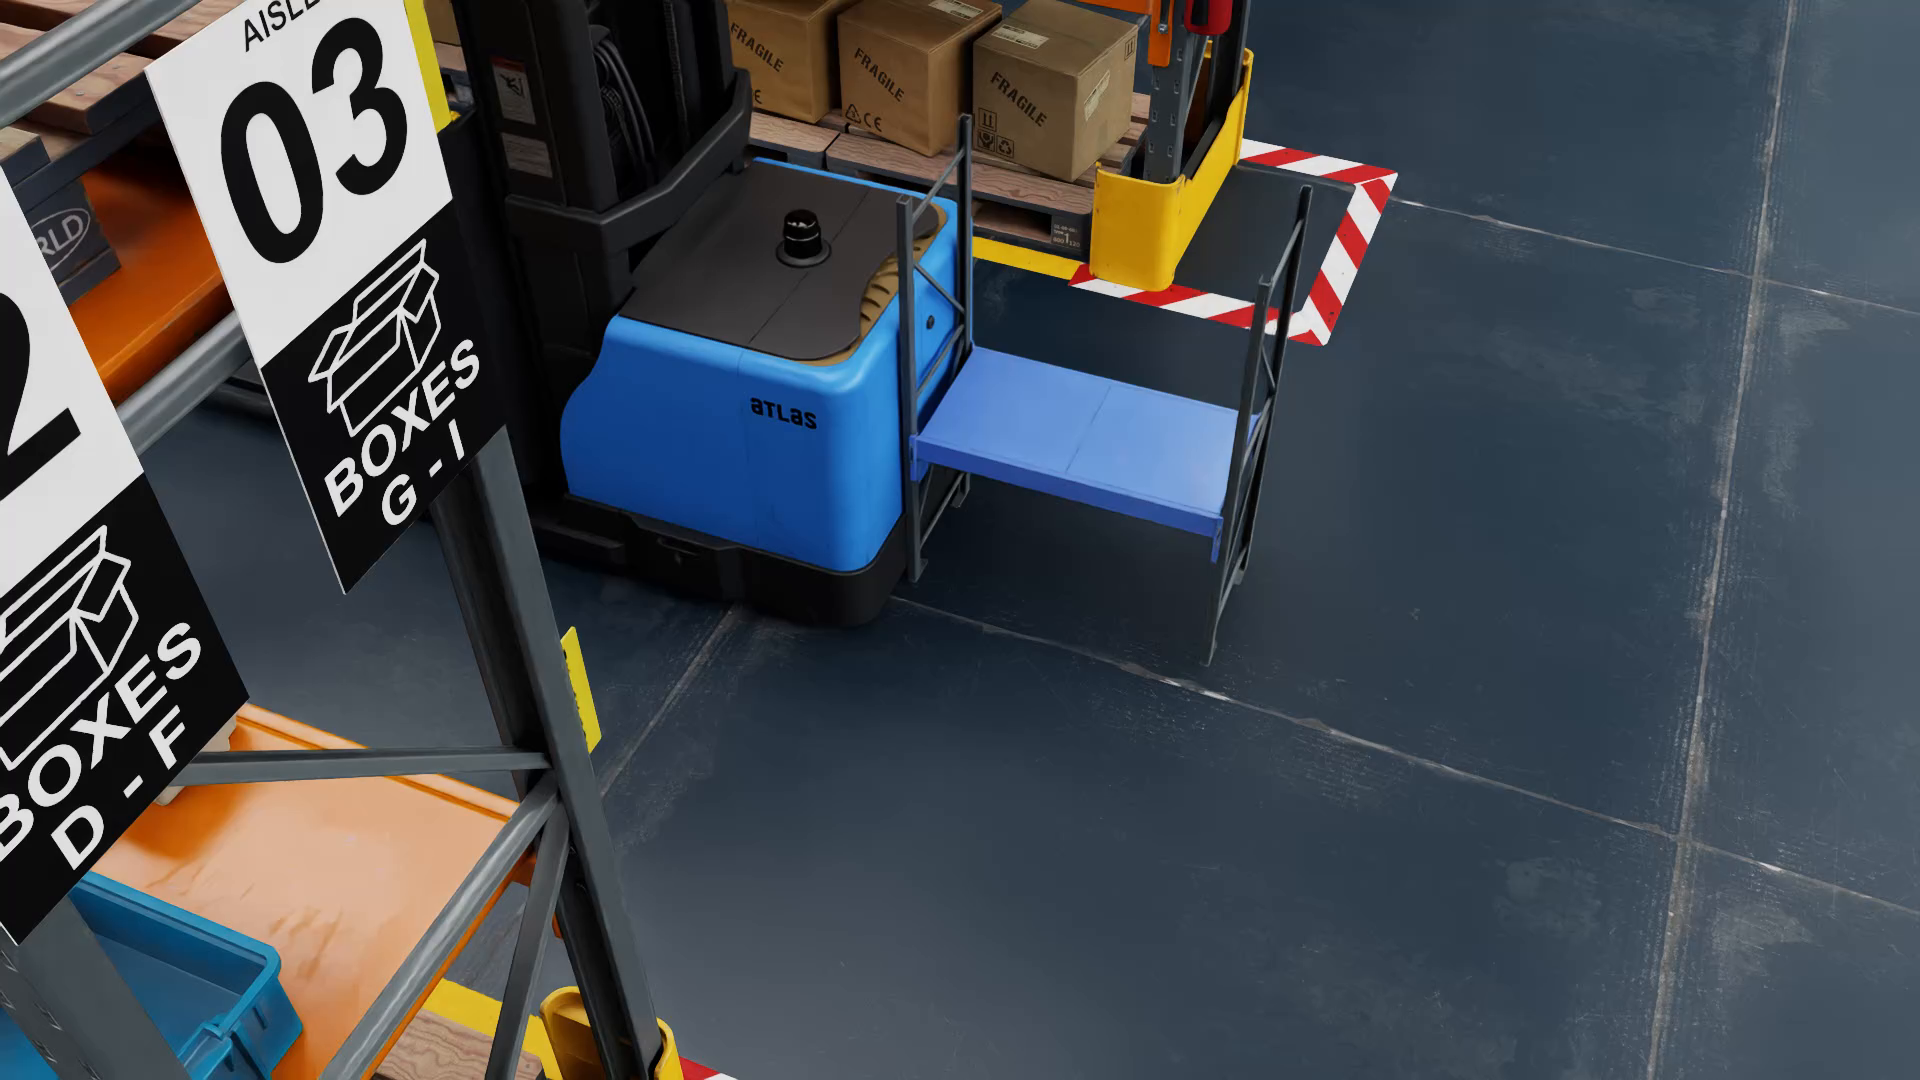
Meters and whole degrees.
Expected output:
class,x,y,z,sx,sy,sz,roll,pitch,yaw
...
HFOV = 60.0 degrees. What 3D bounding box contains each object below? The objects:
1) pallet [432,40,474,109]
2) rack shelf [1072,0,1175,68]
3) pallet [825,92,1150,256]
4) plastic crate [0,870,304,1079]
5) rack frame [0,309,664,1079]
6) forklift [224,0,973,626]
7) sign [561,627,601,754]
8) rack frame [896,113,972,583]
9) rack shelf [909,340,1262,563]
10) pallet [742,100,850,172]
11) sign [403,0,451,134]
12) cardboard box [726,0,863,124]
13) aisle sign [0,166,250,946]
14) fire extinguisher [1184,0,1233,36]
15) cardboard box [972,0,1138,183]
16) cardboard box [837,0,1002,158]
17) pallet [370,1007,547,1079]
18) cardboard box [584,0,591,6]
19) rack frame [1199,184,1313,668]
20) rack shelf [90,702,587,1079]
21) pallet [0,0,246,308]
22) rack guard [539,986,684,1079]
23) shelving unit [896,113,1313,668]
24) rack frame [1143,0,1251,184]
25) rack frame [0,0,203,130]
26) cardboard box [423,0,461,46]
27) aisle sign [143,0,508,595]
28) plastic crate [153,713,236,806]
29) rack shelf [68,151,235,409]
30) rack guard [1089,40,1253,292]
class,x,y,z,sx,sy,sz,roll,pitch,yaw
pallet,-2.093,-2.403,8.015,1.213,0.211,1.003,16,47,16
rack shelf,-0.880,-2.753,6.900,4.000,0.370,1.077,16,47,16
pallet,0.159,-1.740,7.350,1.213,0.211,1.003,16,47,16
plastic crate,-1.518,0.871,2.853,0.616,0.251,0.499,16,47,16
rack frame,-0.941,0.760,2.860,0.127,3.000,1.000,16,47,16
forklift,-1.514,-1.424,5.103,3.031,2.935,1.130,16,47,15
sign,-0.725,0.304,3.121,0.005,0.325,0.100,16,47,16
rack frame,-0.071,-0.554,5.243,0.032,1.500,0.500,16,47,15
rack shelf,0.402,-0.294,5.237,1.000,0.185,0.538,16,47,15
pallet,-0.963,-2.073,7.684,1.213,0.211,1.003,16,47,16
sign,-0.725,-0.664,2.158,0.005,0.325,0.100,16,47,16
cardboard box,-0.740,-2.230,7.339,0.500,0.500,0.500,21,48,19
aisle sign,-0.989,0.051,1.729,0.004,0.787,0.394,16,47,16
fire extinguisher,0.894,-2.106,5.795,0.183,0.674,0.296,16,47,16
cardboard box,0.396,-1.908,7.015,0.500,0.500,0.500,25,50,23
cardboard box,-0.169,-2.048,7.156,0.500,0.500,0.500,29,52,26
pallet,-1.777,1.534,4.059,1.213,0.211,1.003,16,47,16
cardboard box,-1.841,-2.528,7.639,0.500,0.500,0.500,32,53,28
rack frame,0.874,-0.289,4.977,0.032,1.500,0.500,16,47,15
rack shelf,-2.787,0.471,3.660,4.000,0.370,1.077,16,47,16
pallet,-1.667,-0.525,2.158,1.213,0.211,1.003,16,47,16
rack guard,-1.030,1.656,3.732,0.348,0.500,1.175,16,47,16
shelving unit,0.402,-0.422,5.110,1.048,1.500,0.538,16,47,15
rack frame,0.966,-2.465,6.100,0.127,3.000,1.000,16,47,16
rack frame,-0.941,-1.367,0.744,0.127,3.000,1.000,16,47,16
cardboard box,-2.372,-2.679,7.790,0.500,0.500,0.500,15,47,15
aisle sign,-0.762,-0.333,2.115,0.004,0.787,0.394,16,47,16
plastic crate,-1.643,0.401,3.408,0.250,0.136,0.298,16,47,16
rack shelf,-2.787,-0.592,2.602,4.000,0.370,1.077,16,47,16
rack guard,0.895,-1.599,7.003,0.348,0.500,1.175,16,47,16
